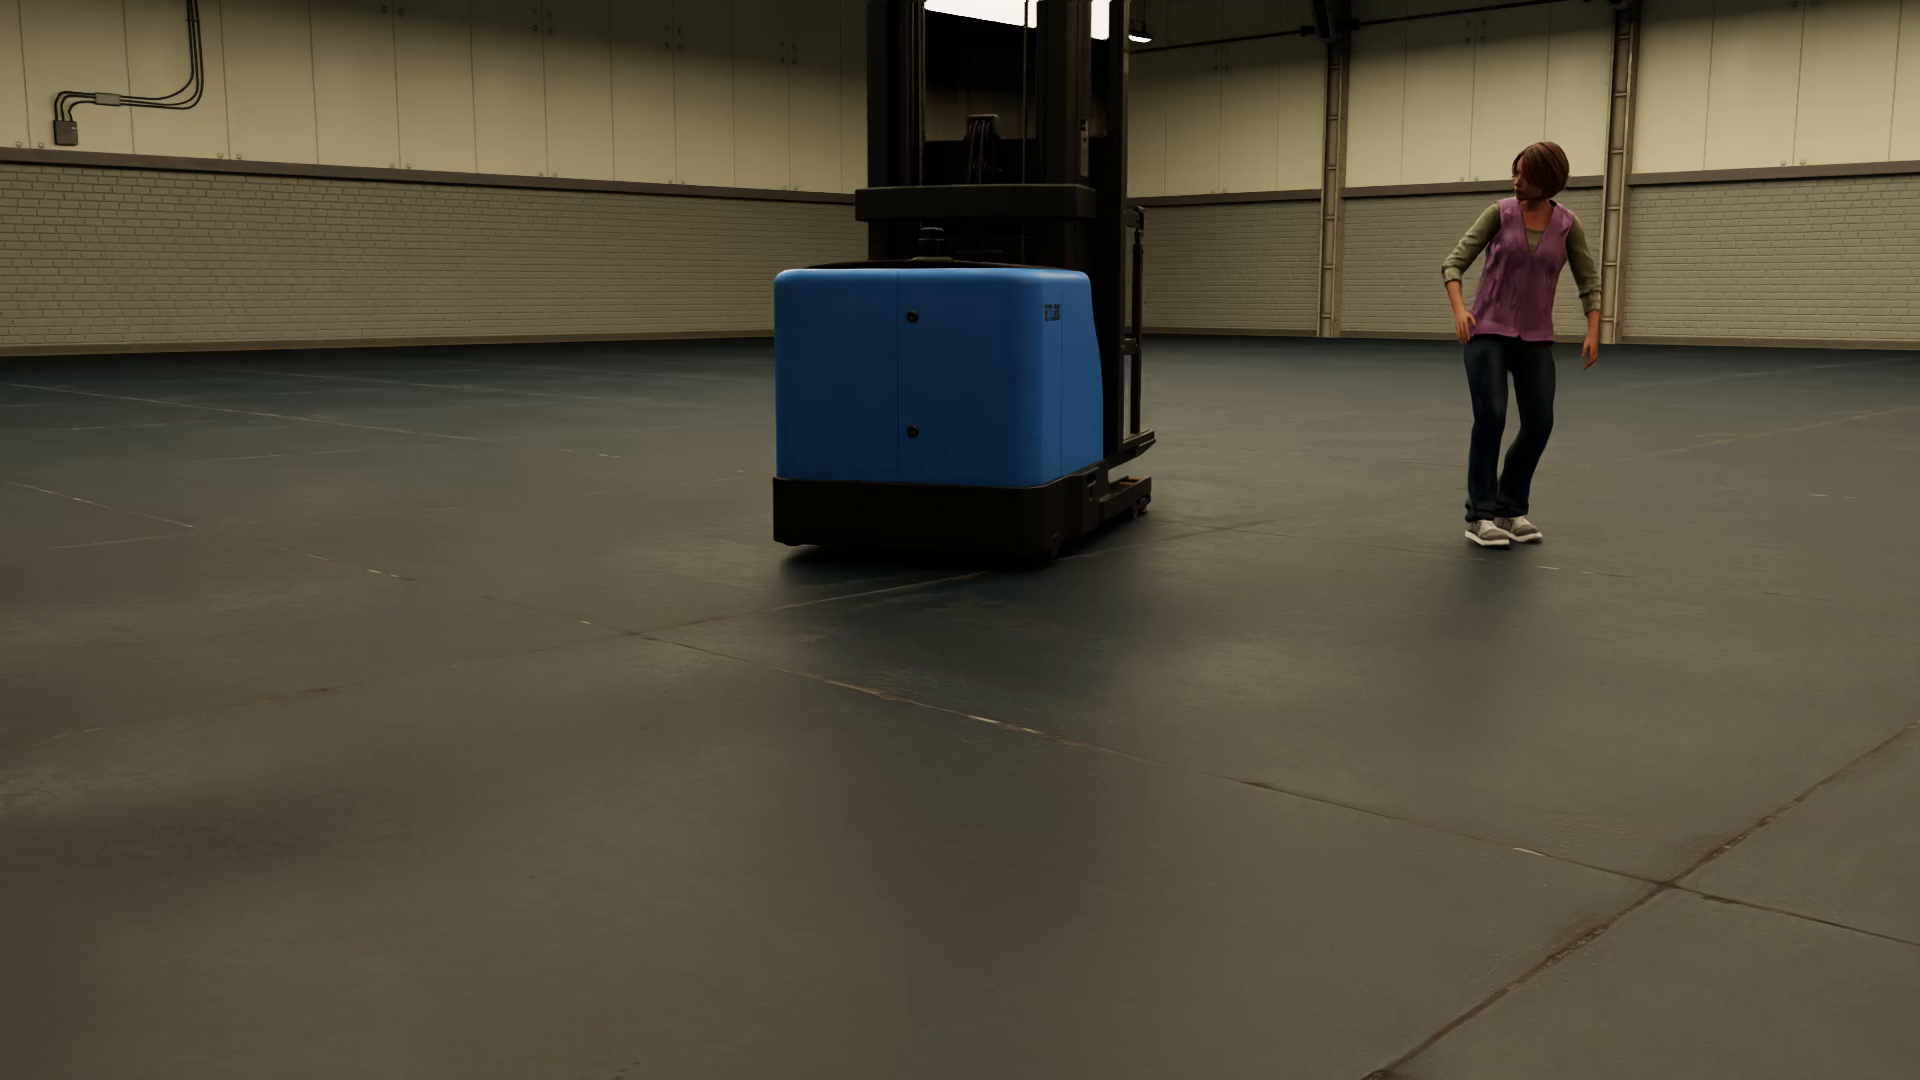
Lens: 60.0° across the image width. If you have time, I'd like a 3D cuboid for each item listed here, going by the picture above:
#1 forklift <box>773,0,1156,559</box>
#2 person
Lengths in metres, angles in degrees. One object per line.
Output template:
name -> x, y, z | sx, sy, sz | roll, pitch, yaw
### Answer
forklift -> 0.238, -1.559, 7.230 | 1.130, 2.935, 3.031 | 3, 9, 18
person -> 2.236, -0.765, 6.564 | 0.611, 1.571, 0.446 | 0, 9, -2
